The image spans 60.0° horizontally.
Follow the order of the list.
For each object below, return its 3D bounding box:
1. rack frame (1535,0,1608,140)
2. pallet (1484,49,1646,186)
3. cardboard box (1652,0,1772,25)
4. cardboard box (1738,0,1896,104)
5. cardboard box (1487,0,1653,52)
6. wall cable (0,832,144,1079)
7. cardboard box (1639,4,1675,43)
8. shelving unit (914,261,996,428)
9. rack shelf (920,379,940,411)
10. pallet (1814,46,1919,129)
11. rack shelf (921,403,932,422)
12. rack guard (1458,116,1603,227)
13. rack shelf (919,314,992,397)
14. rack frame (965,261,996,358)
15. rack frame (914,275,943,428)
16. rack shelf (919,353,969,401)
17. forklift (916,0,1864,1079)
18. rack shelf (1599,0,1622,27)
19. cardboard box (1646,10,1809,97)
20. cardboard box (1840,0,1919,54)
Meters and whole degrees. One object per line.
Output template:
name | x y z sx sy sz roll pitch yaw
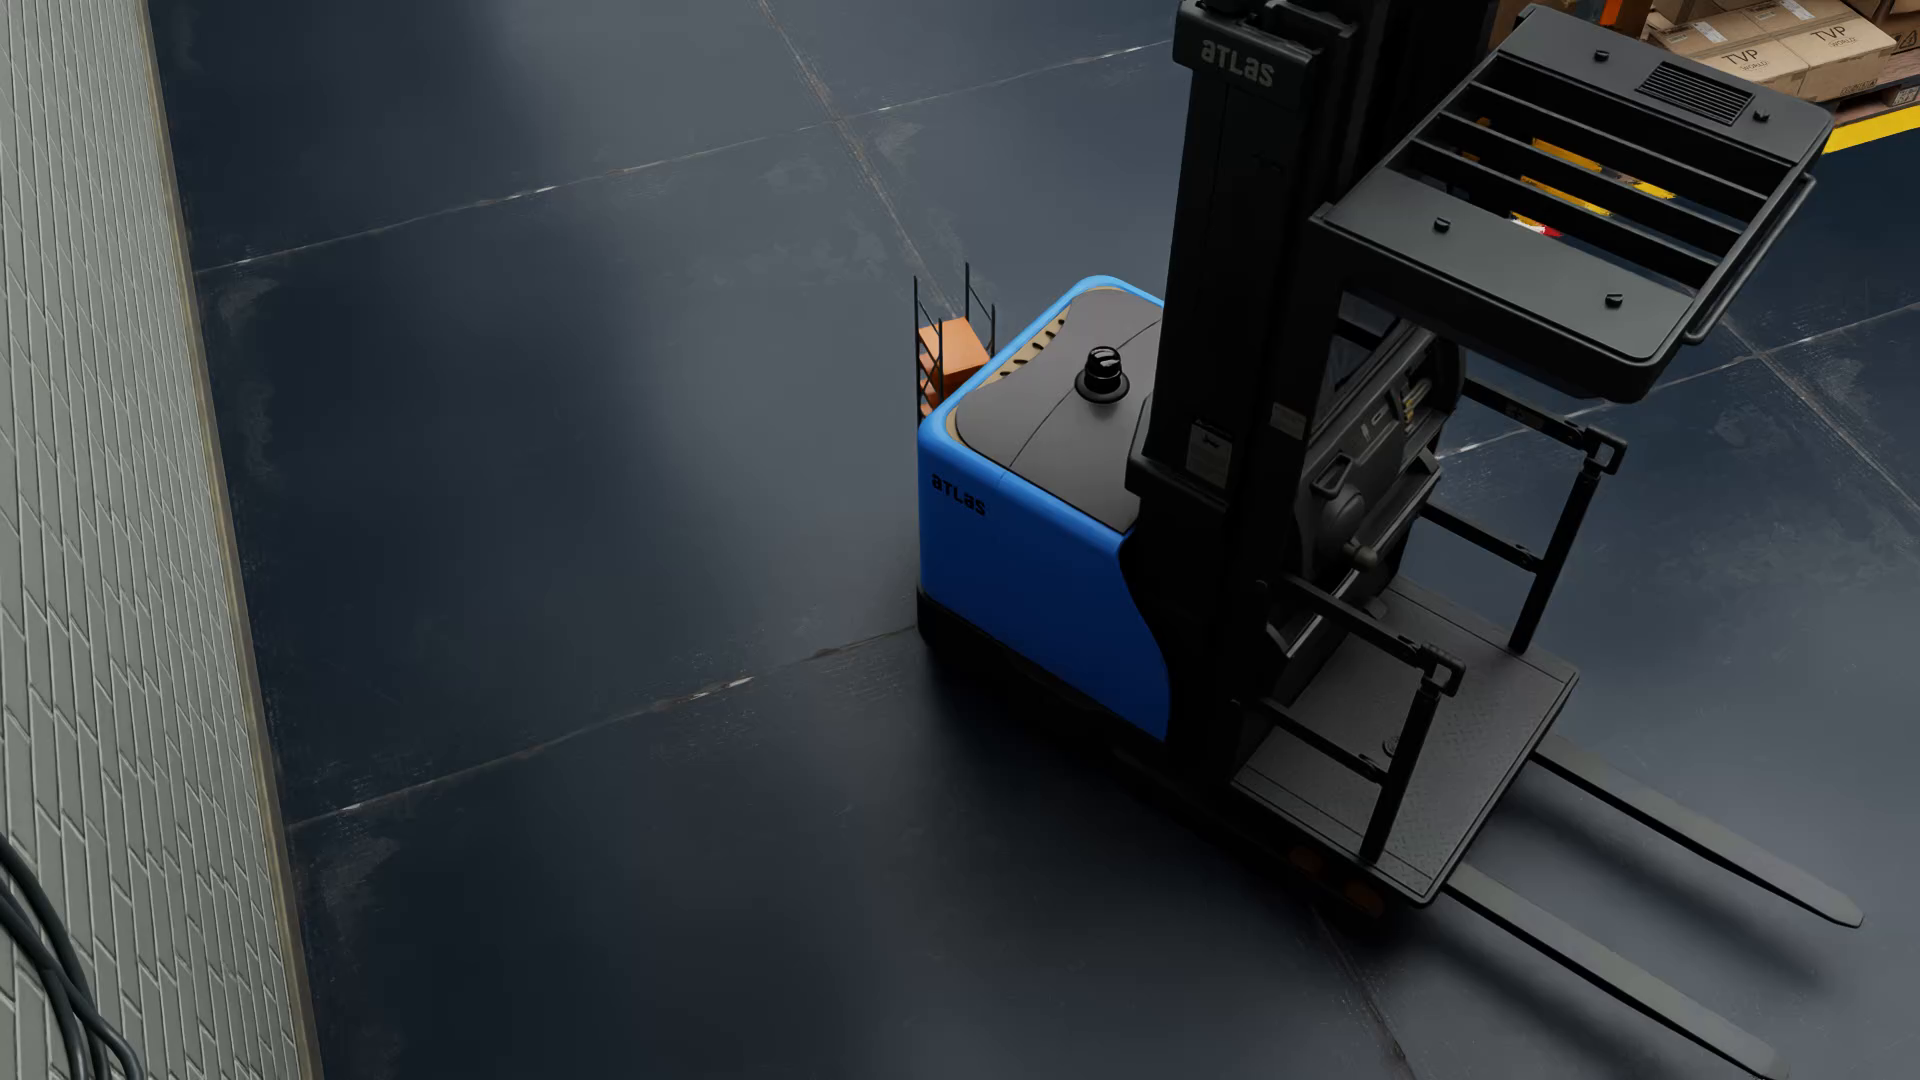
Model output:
rack frame | 2.416 -2.805 6.681 0.127 3.000 1.000 -17 52 -14
pallet | 3.224 -2.147 7.955 1.213 0.211 1.003 -17 52 -14
cardboard box | 3.717 -2.633 8.056 0.500 0.250 0.500 -17 52 -14
cardboard box | 3.953 -2.296 7.767 0.500 0.250 0.500 -17 52 -14
cardboard box | 2.827 -2.463 7.745 0.500 0.500 0.500 -17 52 -14
wall cable | -1.078 1.102 1.419 0.112 2.526 3.097 -17 52 -14
cardboard box | 3.236 -2.407 7.917 0.250 0.166 0.380 -17 52 -14
shelving unit | -0.019 -0.414 5.814 0.189 1.200 0.258 -17 52 -14
rack shelf | -0.019 -0.463 5.757 0.180 0.103 0.258 -17 52 -14
pallet | 4.352 -2.494 8.253 1.213 0.211 1.003 -17 52 -14
rack shelf | -0.019 -0.385 5.848 0.180 0.103 0.258 -17 52 -14
rack guard | 2.487 -2.012 7.649 0.348 0.500 1.175 -17 52 -14
rack shelf | -0.019 -0.619 5.575 0.180 0.103 0.258 -17 52 -14
rack frame | 0.066 -0.440 5.837 0.006 1.200 0.240 -17 52 -14
rack frame | -0.103 -0.387 5.792 0.006 1.200 0.240 -17 52 -14
rack shelf | -0.019 -0.541 5.666 0.180 0.103 0.258 -17 52 -14
forklift | 1.321 -0.198 4.488 3.031 2.935 1.130 31 56 24
rack shelf | 4.268 -3.144 7.447 4.000 0.370 1.077 -17 52 -14
cardboard box | 3.490 -2.152 7.644 0.500 0.250 0.500 -17 52 -14
cardboard box | 4.382 -2.740 7.981 0.637 0.503 0.797 -17 52 -14
